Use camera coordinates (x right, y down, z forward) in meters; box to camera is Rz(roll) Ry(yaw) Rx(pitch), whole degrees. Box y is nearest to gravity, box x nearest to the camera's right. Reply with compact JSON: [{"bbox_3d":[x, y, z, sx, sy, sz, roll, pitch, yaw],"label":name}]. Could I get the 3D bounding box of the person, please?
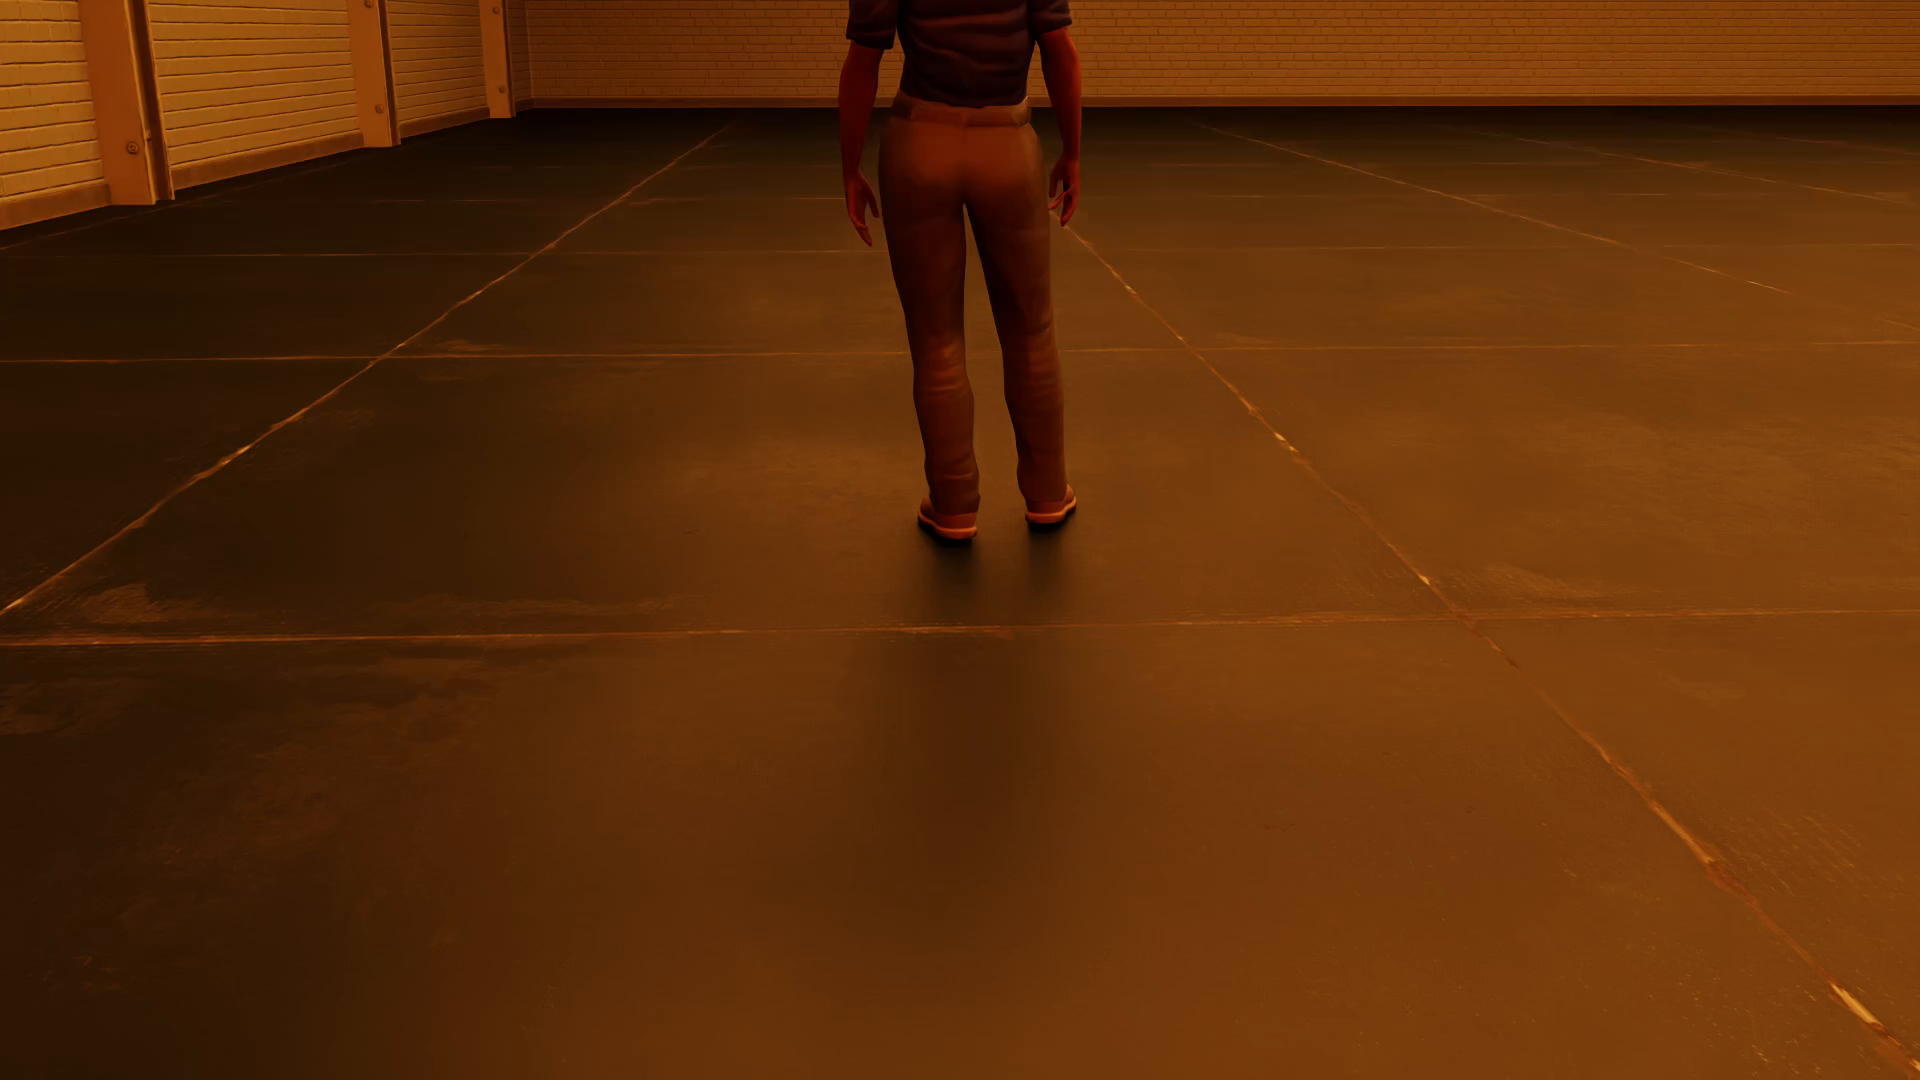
[{"bbox_3d":[0.015,-0.824,3.759,0.569,1.654,0.504,-1,17,-3],"label":"person"}]
